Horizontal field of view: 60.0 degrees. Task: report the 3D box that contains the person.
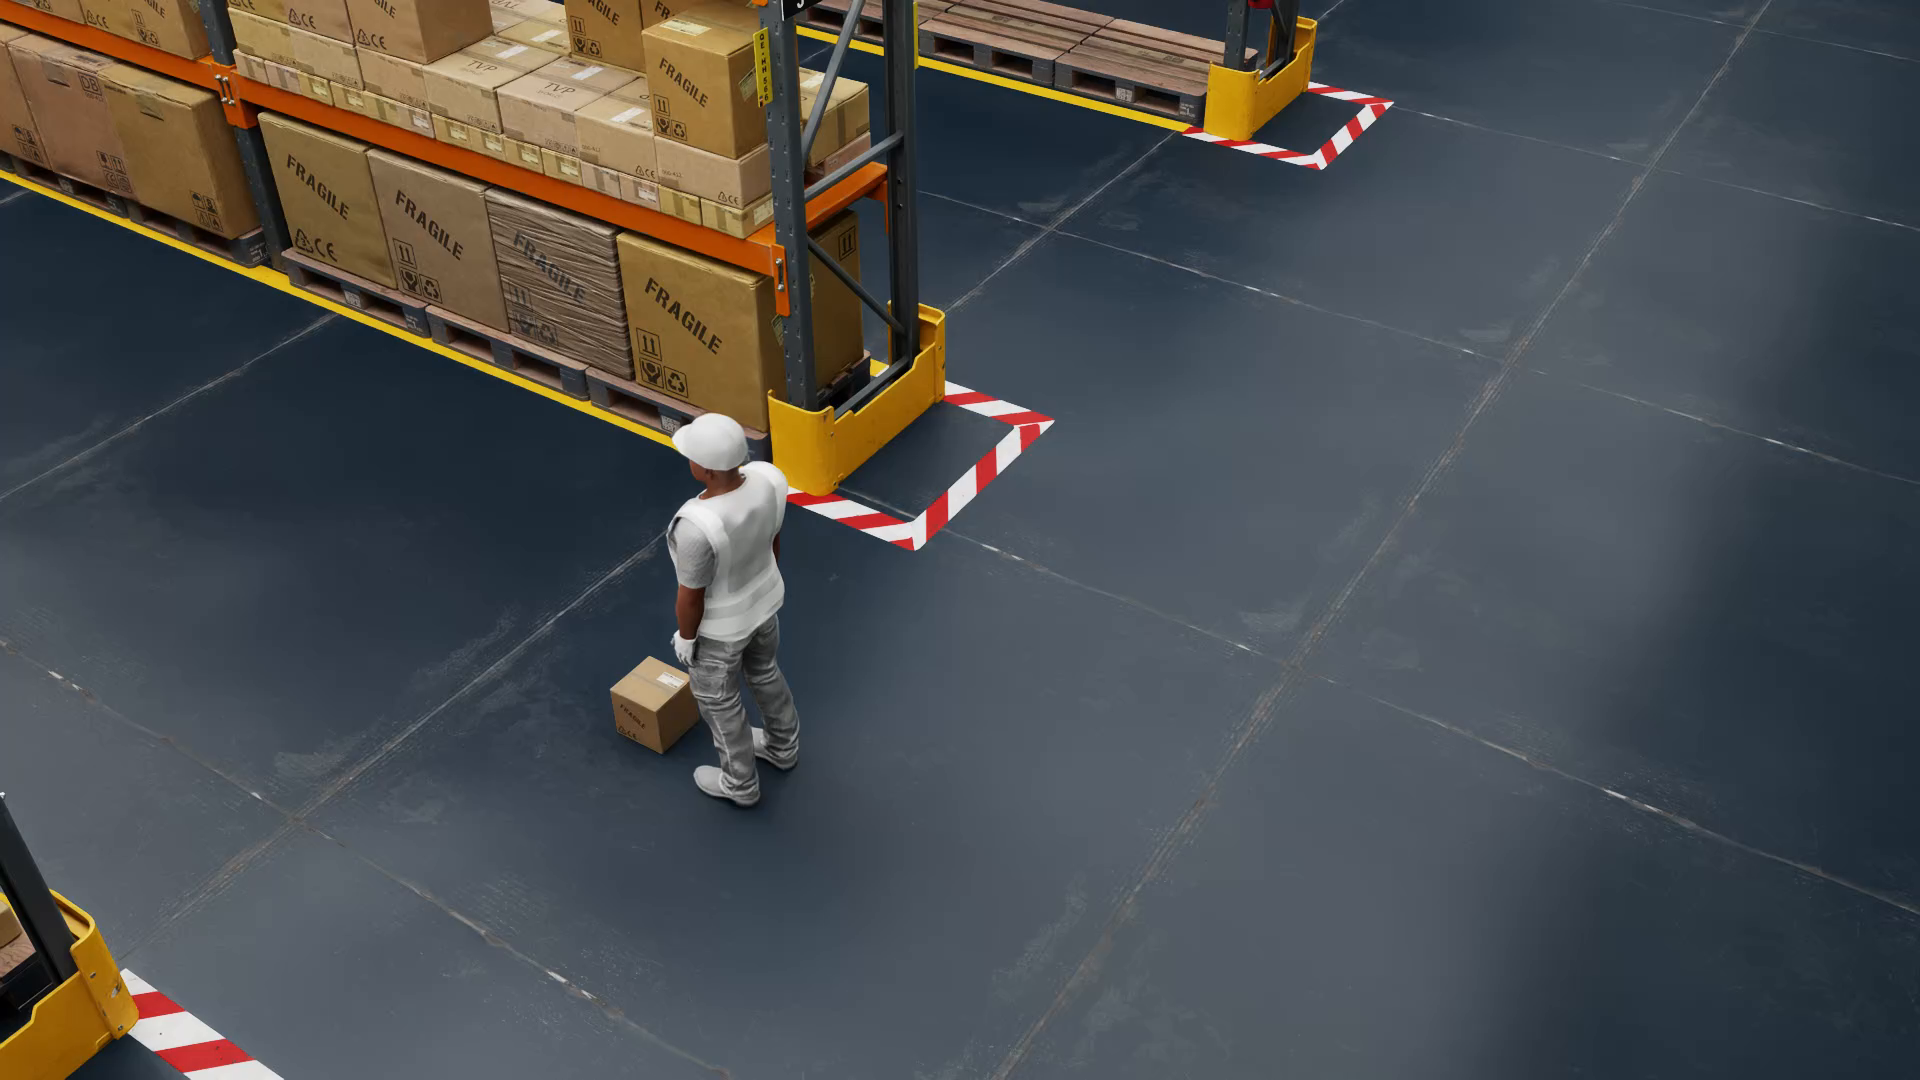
[{"bbox_3d":[-0.874,0.269,6.321,0.352,1.781,0.542,23,43,26],"label":"person"}]
